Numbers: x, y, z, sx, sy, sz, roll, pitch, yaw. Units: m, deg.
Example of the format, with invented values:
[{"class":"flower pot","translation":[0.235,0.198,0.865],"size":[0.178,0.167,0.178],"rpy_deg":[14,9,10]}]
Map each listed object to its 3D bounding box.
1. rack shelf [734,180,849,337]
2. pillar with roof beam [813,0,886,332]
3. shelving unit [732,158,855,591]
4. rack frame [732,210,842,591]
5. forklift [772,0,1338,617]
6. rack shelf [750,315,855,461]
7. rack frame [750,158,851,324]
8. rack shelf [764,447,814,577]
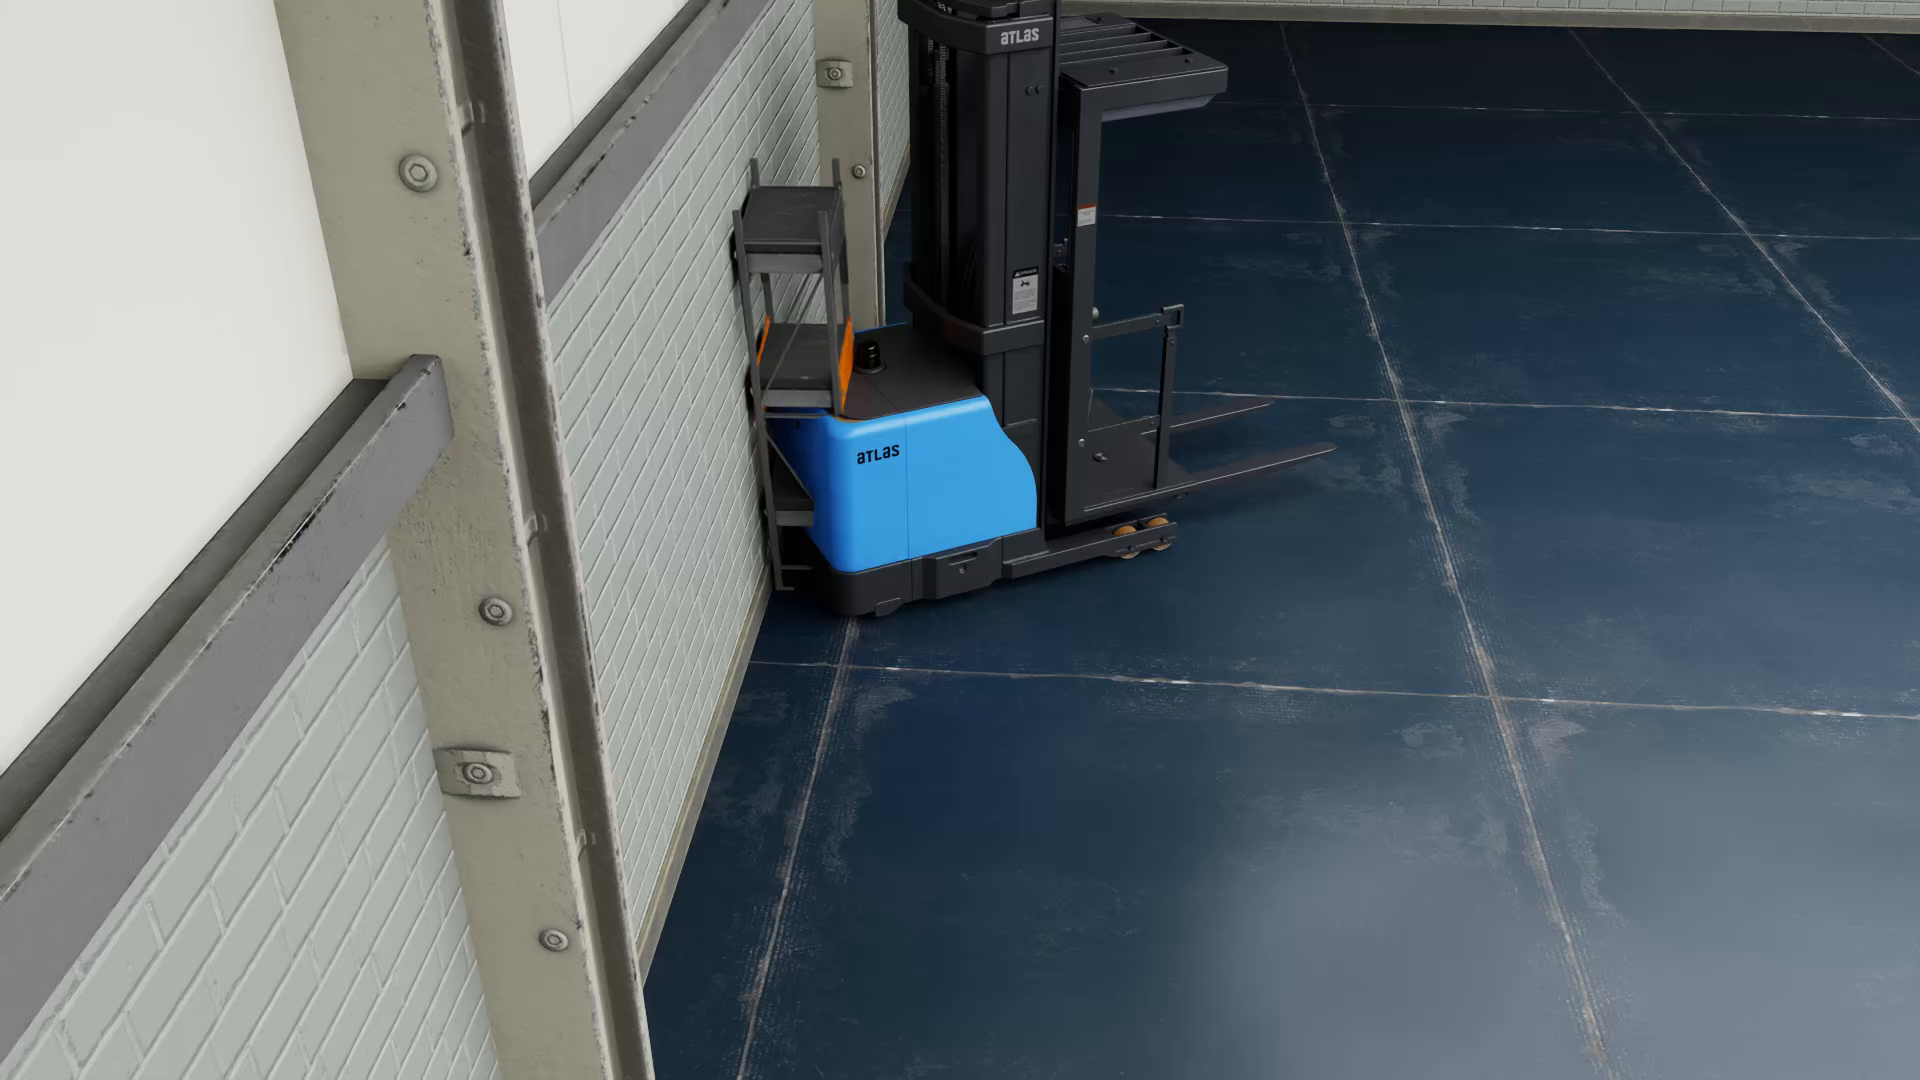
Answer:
[{"class":"rack shelf","translation":[-0.739,-1.254,7.407],"size":[0.431,0.518,0.480],"rpy_deg":[1,39,3]},{"class":"pillar with roof beam","translation":[3.658,-4.638,7.699],"size":[9.100,9.000,0.400],"rpy_deg":[2,32,4]},{"class":"shelving unit","translation":[-0.726,-0.720,7.838],"size":[0.431,2.100,0.503],"rpy_deg":[1,39,3]},{"class":"rack frame","translation":[-0.739,-0.567,7.649],"size":[0.400,2.100,0.015],"rpy_deg":[1,39,3]},{"class":"forklift","translation":[0.570,-1.388,8.209],"size":[3.031,2.935,1.130],"rpy_deg":[-14,34,-21]},{"class":"rack shelf","translation":[-0.726,-0.709,7.847],"size":[0.431,0.518,0.480],"rpy_deg":[1,39,3]},{"class":"rack frame","translation":[-0.713,-0.873,8.028],"size":[0.400,2.100,0.015],"rpy_deg":[1,39,3]},{"class":"rack shelf","translation":[-0.712,-0.165,8.286],"size":[0.431,0.518,0.480],"rpy_deg":[1,39,3]}]
